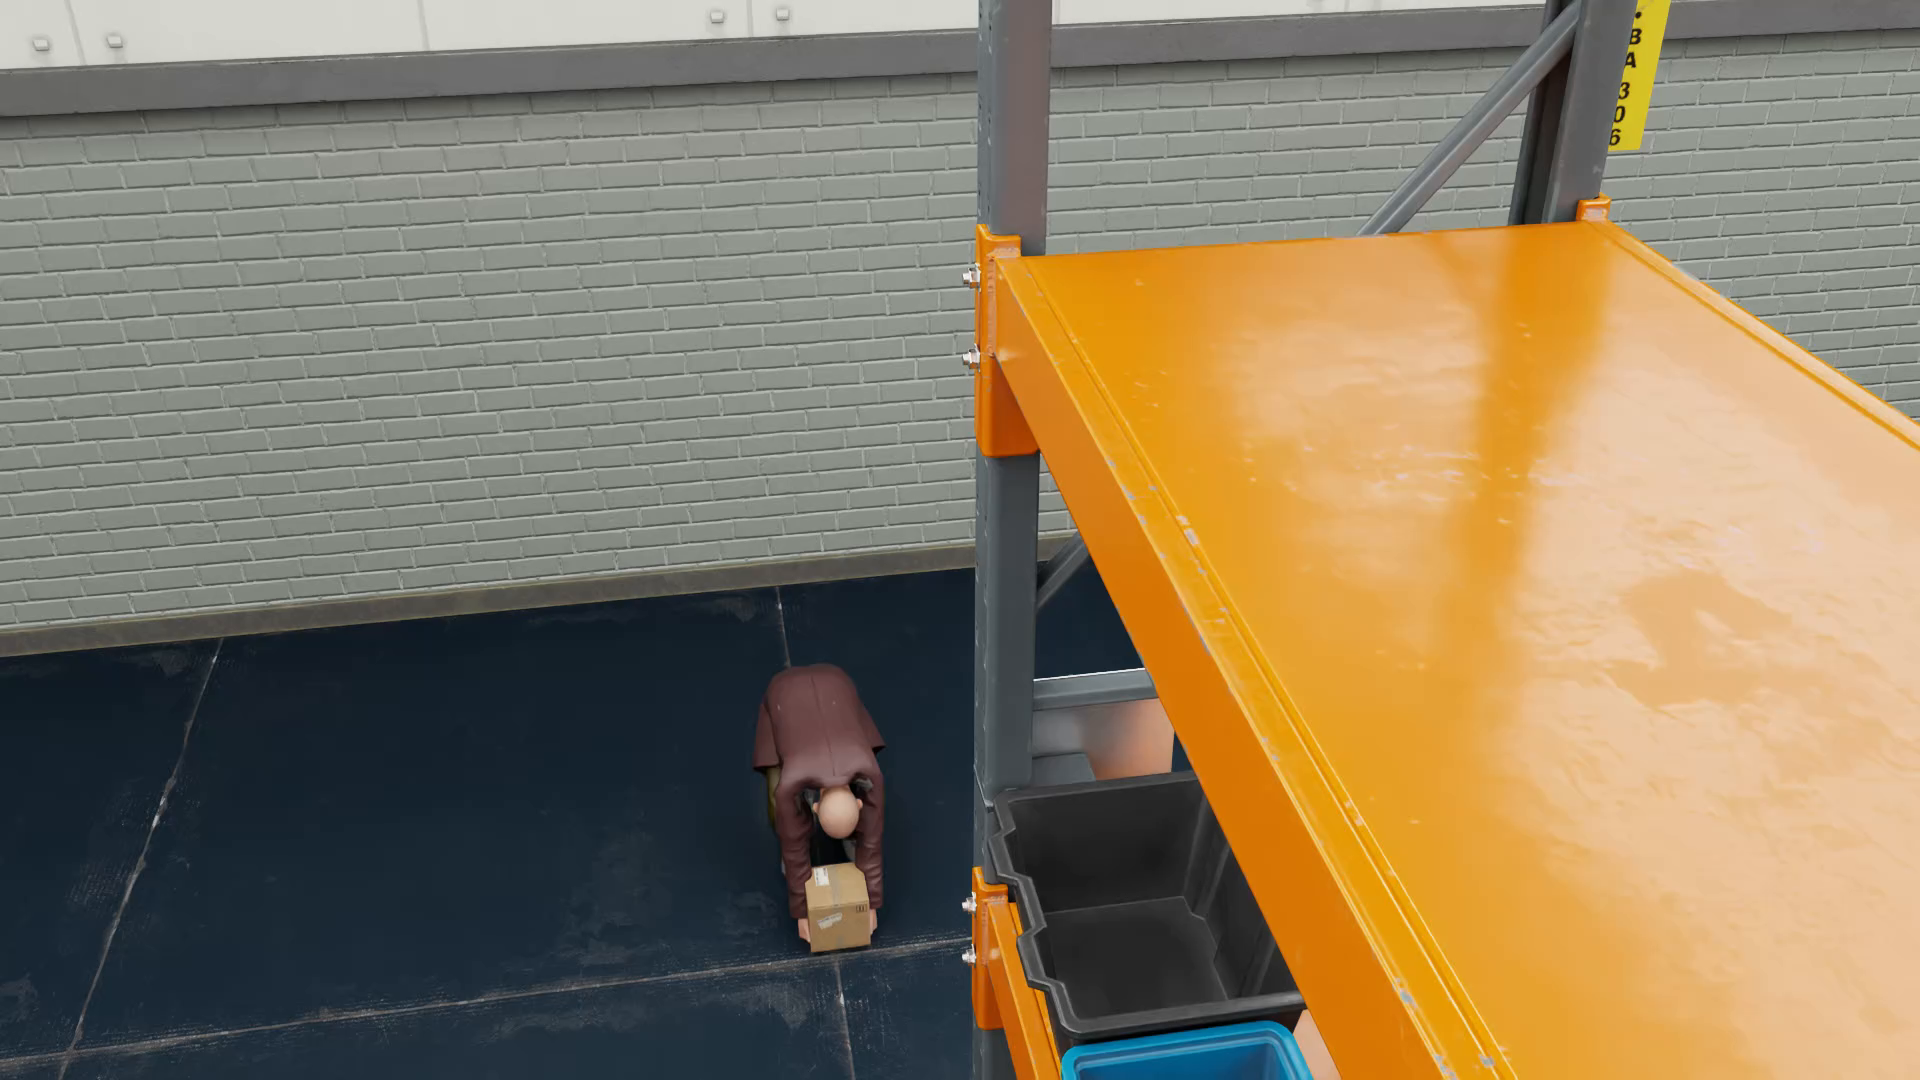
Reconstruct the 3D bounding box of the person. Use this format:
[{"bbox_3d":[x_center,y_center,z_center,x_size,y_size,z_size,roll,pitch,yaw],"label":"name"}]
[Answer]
[{"bbox_3d":[-0.578,1.084,7.115,0.594,0.952,0.945,-7,31,-11],"label":"person"}]
